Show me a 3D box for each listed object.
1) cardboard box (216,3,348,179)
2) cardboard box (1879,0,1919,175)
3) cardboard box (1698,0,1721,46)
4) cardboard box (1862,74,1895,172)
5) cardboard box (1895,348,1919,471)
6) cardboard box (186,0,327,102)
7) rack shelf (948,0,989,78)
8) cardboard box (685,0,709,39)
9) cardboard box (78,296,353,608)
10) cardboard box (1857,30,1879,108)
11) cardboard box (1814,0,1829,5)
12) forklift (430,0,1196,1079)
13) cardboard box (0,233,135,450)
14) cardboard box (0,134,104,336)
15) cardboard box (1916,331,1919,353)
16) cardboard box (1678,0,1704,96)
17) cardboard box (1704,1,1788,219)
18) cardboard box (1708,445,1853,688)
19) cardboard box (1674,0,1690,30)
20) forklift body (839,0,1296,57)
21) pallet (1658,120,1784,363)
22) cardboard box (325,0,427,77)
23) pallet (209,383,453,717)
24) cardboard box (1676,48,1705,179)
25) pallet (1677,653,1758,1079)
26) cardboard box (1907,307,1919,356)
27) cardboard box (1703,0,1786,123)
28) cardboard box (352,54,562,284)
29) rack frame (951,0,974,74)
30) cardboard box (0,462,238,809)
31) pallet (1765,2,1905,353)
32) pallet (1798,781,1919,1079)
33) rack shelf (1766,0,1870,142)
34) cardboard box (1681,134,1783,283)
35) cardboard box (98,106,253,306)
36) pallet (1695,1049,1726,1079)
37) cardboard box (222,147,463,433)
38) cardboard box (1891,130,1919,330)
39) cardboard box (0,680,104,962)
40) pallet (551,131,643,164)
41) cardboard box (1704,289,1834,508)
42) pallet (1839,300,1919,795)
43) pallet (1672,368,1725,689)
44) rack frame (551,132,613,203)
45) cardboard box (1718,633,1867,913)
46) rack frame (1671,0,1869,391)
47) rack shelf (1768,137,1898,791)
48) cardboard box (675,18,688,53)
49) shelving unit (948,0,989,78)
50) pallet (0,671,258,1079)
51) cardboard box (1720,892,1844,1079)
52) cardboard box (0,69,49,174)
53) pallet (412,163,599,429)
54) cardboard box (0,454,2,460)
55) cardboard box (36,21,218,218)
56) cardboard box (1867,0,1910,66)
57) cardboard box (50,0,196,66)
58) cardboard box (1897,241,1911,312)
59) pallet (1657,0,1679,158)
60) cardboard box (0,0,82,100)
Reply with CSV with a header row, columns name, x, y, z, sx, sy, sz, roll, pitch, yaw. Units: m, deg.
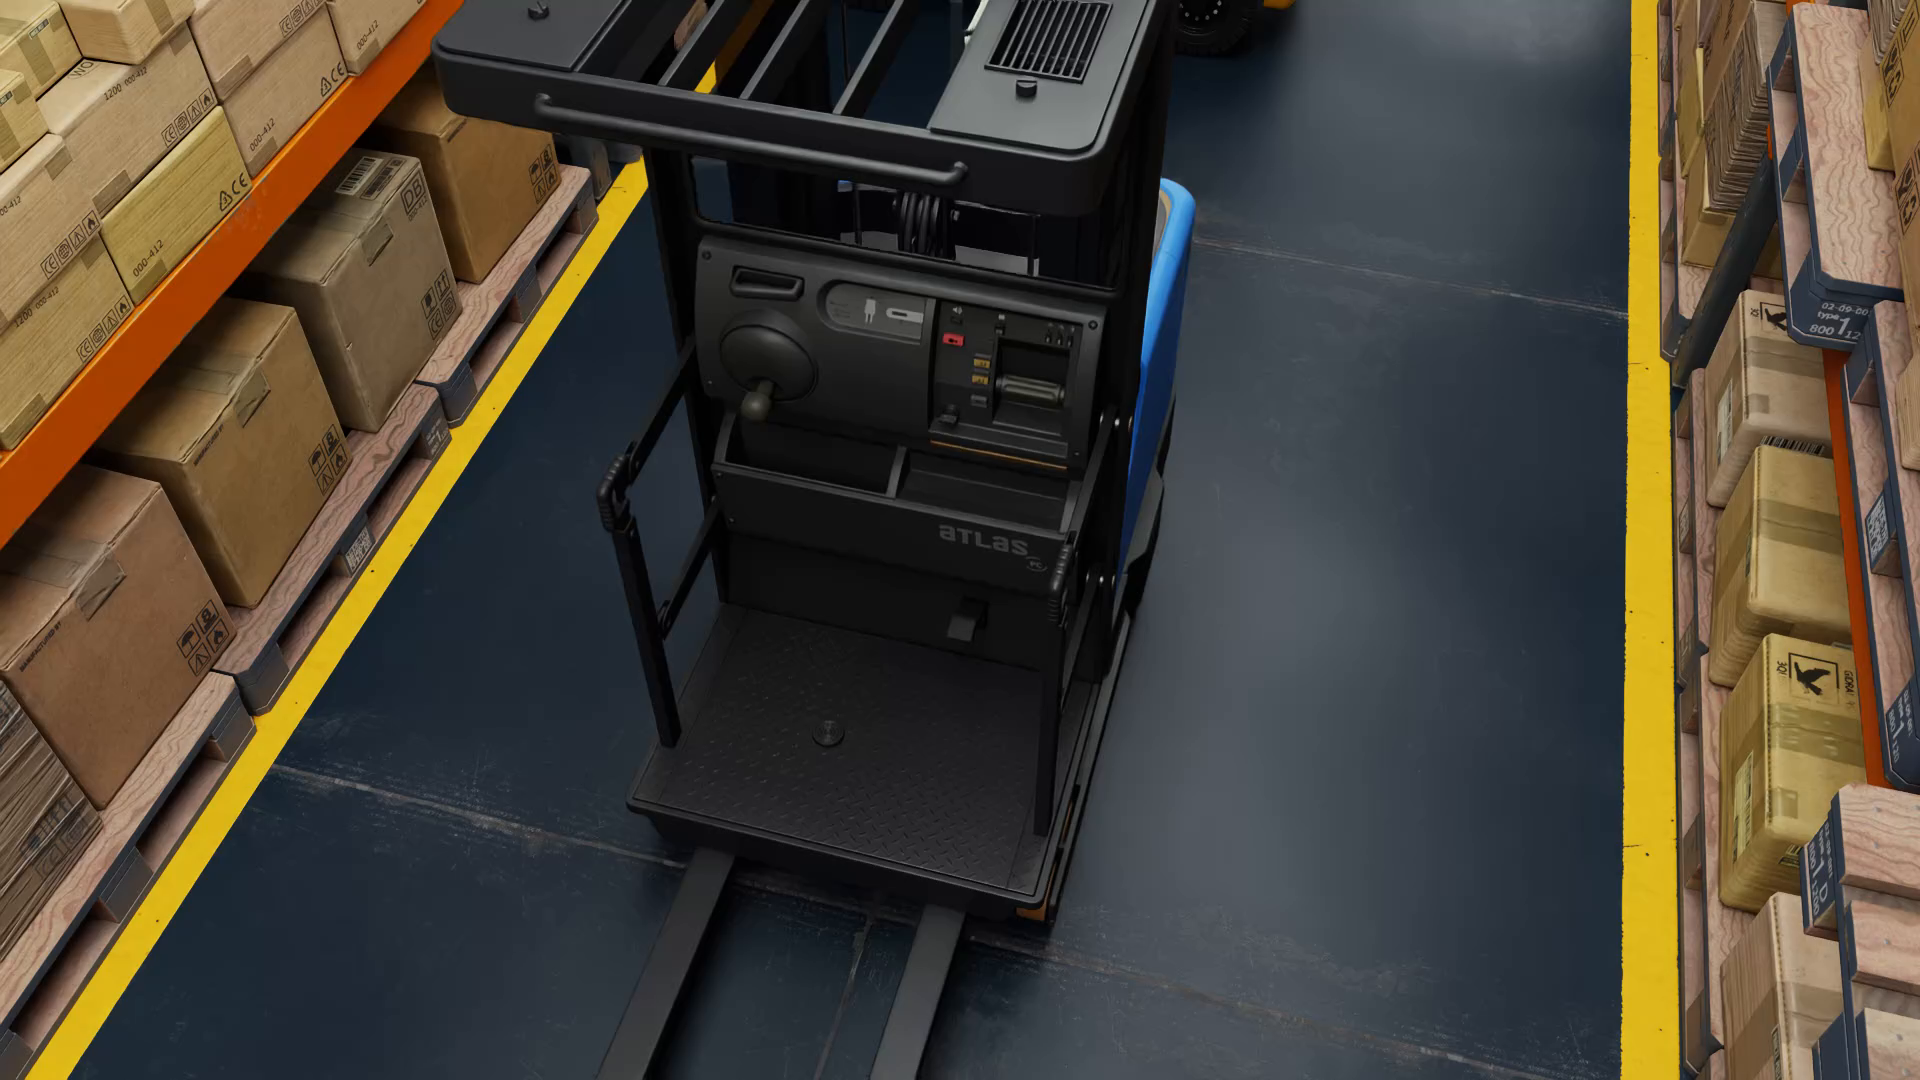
name,x,y,z,sx,sy,sz,roll,pitch,yaw
cardboard box,-2.017,-1.251,4.453,0.500,0.250,0.500,12,50,10
cardboard box,2.409,-1.083,3.660,0.500,0.500,0.500,12,50,10
cardboard box,3.102,-2.154,6.204,0.500,0.500,0.500,14,50,12
cardboard box,2.415,-0.997,4.017,0.380,0.149,0.250,12,50,11
cardboard box,2.120,-0.239,3.348,0.380,0.149,0.250,13,50,11
cardboard box,-2.001,-1.403,4.254,0.500,0.250,0.500,12,50,11
rack shelf,0.269,-1.482,5.037,0.431,0.370,0.720,12,50,10
cardboard box,-1.284,-2.319,6.850,0.500,0.250,0.500,11,49,9
cardboard box,-2.384,-0.304,4.822,0.875,0.625,0.625,10,49,8
cardboard box,2.490,-1.176,4.175,0.380,0.149,0.250,12,50,11
cardboard box,2.730,-1.667,4.888,0.380,0.149,0.250,11,50,10
forklift,-0.202,-0.308,3.566,1.130,2.935,3.031,12,50,10
cardboard box,-2.284,-0.501,3.792,0.500,0.250,0.500,10,49,9
cardboard box,-2.262,-0.667,3.604,0.500,0.250,0.500,10,49,9
cardboard box,2.140,-0.355,3.017,0.500,0.500,0.500,10,49,8
cardboard box,3.105,-1.922,6.499,0.500,0.250,0.500,12,50,11
cardboard box,2.837,-1.416,5.553,0.500,0.500,0.500,11,49,10
cardboard box,2.618,0.173,4.569,0.950,0.372,0.625,14,50,12
cardboard box,3.241,-2.286,6.821,0.500,0.250,0.500,15,50,13
forklift body,0.464,-3.315,6.742,2.313,2.155,1.214,12,50,10
pallet,3.083,-1.028,6.016,1.003,0.211,1.213,12,50,10
cardboard box,-1.857,-1.604,4.765,0.500,0.250,0.500,11,50,10
pallet,-2.325,-0.086,5.185,1.003,0.211,1.213,12,50,10
cardboard box,2.967,-1.555,6.175,0.500,0.250,0.500,10,49,9
pallet,2.417,0.914,4.303,1.003,0.211,1.213,12,50,10
cardboard box,2.240,-0.421,3.508,0.380,0.149,0.250,12,50,10
cardboard box,2.969,-1.784,5.878,0.500,0.500,0.500,12,50,11
cardboard box,-1.976,-1.408,5.796,0.875,0.625,0.625,14,50,12
rack frame,0.171,-0.959,5.096,0.400,1.500,0.023,12,50,10
cardboard box,-2.561,0.183,4.392,0.875,0.625,0.625,13,50,11
pallet,2.598,-0.870,4.145,1.003,0.211,1.213,12,50,10
pallet,1.972,0.962,2.528,1.213,0.211,1.003,12,50,10
rack shelf,3.466,-2.666,6.082,1.077,0.370,4.000,12,50,10
cardboard box,2.836,-1.168,5.834,0.500,0.250,0.500,14,50,12
cardboard box,-2.146,-0.876,4.123,0.500,0.250,0.500,13,50,11
pallet,2.094,1.793,3.527,1.003,0.211,1.213,12,50,10
cardboard box,-2.188,-0.848,5.302,0.875,0.625,0.625,11,50,10
cardboard box,2.265,-0.728,3.347,0.500,0.500,0.500,11,50,10
cardboard box,-2.725,0.657,3.973,0.875,0.625,0.625,13,50,11
pallet,-1.600,-2.079,6.944,1.003,0.211,1.213,12,50,10
cardboard box,2.804,-0.347,5.029,0.950,0.372,0.625,12,50,11
pallet,2.369,0.059,3.325,1.003,0.211,1.213,12,50,10
pallet,2.736,0.028,5.084,1.003,0.211,1.213,12,50,10
rack frame,-1.850,-2.435,5.398,1.000,3.000,0.127,12,50,10
cardboard box,2.437,0.677,4.125,0.950,0.372,0.625,13,50,11
rack frame,2.940,-1.458,4.536,1.000,3.000,0.127,12,50,10
rack shelf,2.414,0.227,3.529,1.077,0.370,4.000,12,50,10
cardboard box,-1.403,-1.948,6.523,0.500,0.250,0.500,12,50,10
shelving unit,0.269,-1.224,5.330,0.431,1.500,0.755,12,50,10
pallet,-2.648,0.794,4.409,1.003,0.211,1.213,12,50,10
cardboard box,2.232,1.224,3.642,0.950,0.372,0.625,11,49,9
cardboard box,-2.205,-0.897,3.542,0.380,0.149,0.250,13,50,11
pallet,-2.006,-0.971,5.966,1.003,0.211,1.213,12,50,10
cardboard box,-2.413,-0.127,3.462,0.500,0.250,0.500,11,49,9
cardboard box,-2.152,-1.041,3.935,0.500,0.250,0.500,12,50,11
cardboard box,2.540,-1.446,3.980,0.500,0.500,0.500,13,50,11
cardboard box,-2.028,-1.254,3.857,0.380,0.149,0.250,10,49,9
cardboard box,2.307,-0.599,3.666,0.380,0.149,0.250,12,50,11
pallet,3.402,-1.913,6.798,1.003,0.211,1.213,12,50,10
cardboard box,-2.230,-1.104,3.725,0.380,0.149,0.250,12,50,10
